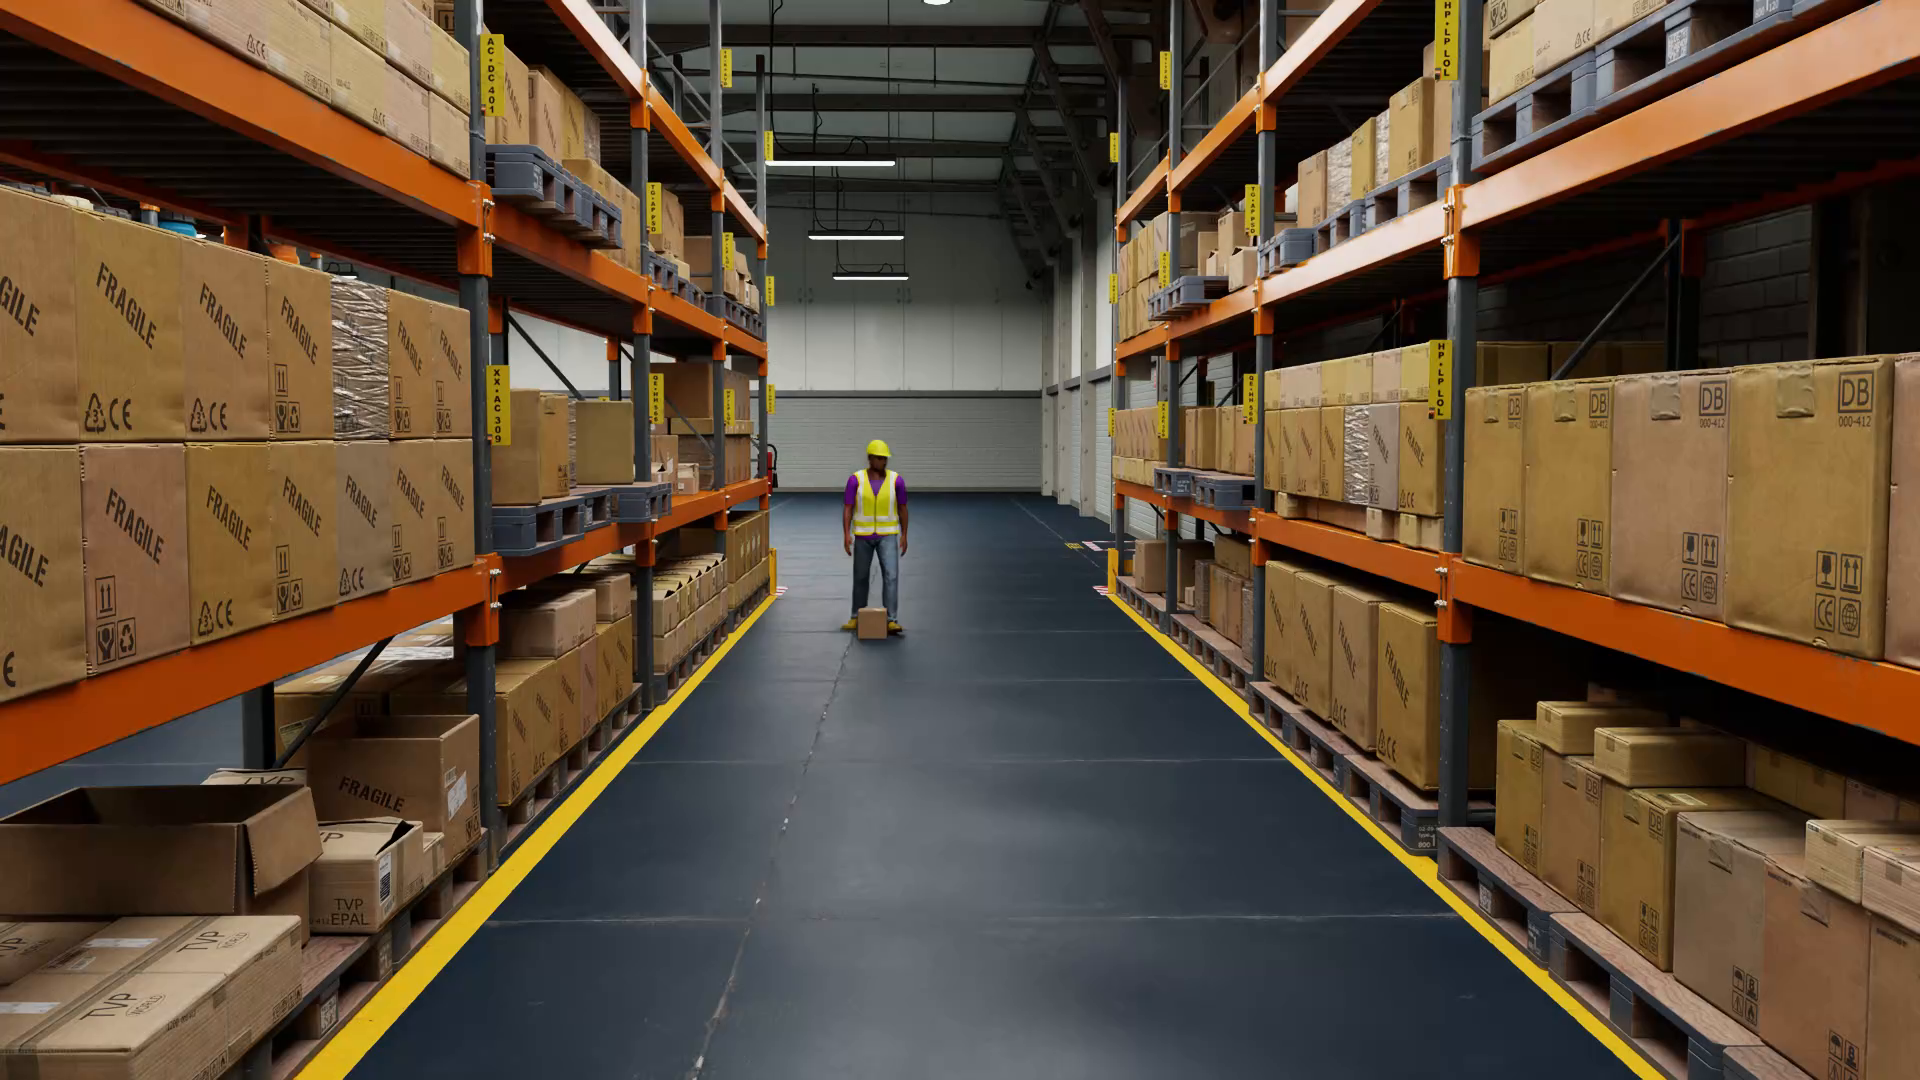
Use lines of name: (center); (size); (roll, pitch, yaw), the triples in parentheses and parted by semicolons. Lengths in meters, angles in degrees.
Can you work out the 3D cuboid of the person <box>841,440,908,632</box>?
person: (-0.783, -0.033, 15.196); (0.622, 1.761, 0.644); (0, 4, -2)
